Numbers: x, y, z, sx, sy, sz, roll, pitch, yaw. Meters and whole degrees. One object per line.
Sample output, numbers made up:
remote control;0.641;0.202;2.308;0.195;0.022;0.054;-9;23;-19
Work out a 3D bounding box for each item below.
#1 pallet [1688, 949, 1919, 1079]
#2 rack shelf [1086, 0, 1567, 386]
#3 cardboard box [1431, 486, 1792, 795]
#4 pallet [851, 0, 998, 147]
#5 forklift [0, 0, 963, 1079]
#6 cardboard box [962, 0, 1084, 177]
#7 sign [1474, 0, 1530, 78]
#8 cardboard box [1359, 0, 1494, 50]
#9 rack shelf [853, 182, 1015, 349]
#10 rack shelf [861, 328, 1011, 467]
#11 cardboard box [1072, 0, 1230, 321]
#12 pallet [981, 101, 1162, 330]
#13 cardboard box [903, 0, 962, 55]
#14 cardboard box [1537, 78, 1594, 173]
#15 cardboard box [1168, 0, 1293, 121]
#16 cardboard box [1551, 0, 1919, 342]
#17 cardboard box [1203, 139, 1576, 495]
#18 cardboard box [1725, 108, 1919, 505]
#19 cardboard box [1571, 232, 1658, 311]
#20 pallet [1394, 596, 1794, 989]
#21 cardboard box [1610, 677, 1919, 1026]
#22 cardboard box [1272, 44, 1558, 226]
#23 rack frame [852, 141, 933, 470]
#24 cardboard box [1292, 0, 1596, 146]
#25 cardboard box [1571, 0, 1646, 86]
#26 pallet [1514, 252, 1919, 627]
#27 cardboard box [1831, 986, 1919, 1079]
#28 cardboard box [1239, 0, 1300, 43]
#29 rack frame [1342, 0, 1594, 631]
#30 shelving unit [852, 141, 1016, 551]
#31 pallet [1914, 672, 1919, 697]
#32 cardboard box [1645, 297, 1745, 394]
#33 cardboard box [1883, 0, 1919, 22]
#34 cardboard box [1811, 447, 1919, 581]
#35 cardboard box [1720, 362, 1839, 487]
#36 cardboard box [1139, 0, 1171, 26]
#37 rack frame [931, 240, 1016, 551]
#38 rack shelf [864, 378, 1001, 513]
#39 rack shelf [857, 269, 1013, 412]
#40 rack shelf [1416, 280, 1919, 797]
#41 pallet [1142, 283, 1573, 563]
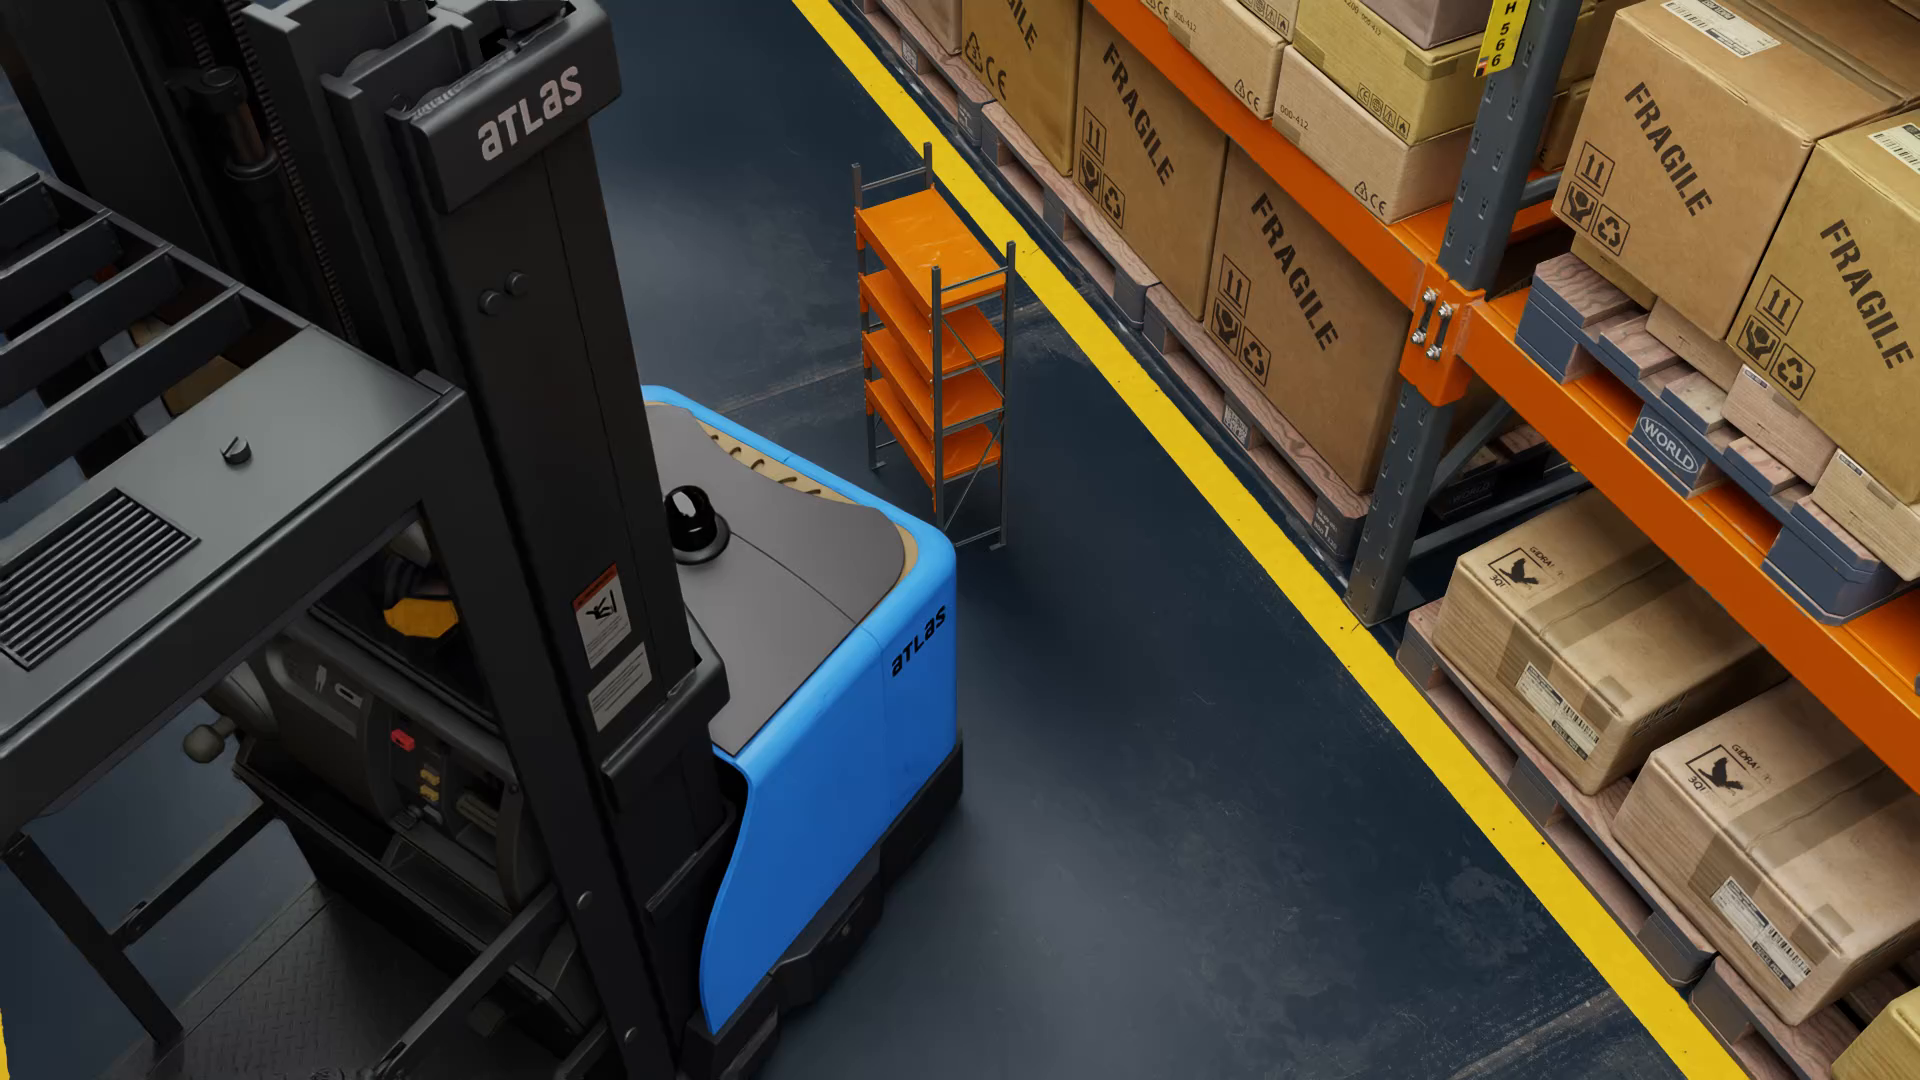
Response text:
pallet;2.551;1.328;3.948;1.003;0.211;1.213;-21;52;-18
rack shelf;0.725;-2.031;5.511;1.077;0.370;4.000;-21;52;-18
cardboard box;1.890;0.179;4.567;0.950;0.372;0.625;-24;53;-20
pallet;0.230;-2.198;7.032;1.003;0.211;1.213;-21;52;-18
forklift;-1.246;0.445;2.914;1.130;2.935;3.031;28;54;22
cardboard box;0.585;-2.056;6.188;0.875;0.875;0.875;-20;52;-16
sign;1.149;-1.117;3.465;0.100;0.325;0.005;-21;52;-18
cardboard box;1.171;-1.547;3.880;0.500;0.500;0.500;-22;53;-18
rack shelf;-0.076;-0.764;4.599;0.258;0.148;0.480;-21;52;-18
rack shelf;-0.076;-0.462;4.946;0.258;0.148;0.480;-21;52;-18
cardboard box;0.994;-1.457;5.664;0.875;0.875;0.875;-21;52;-17
pallet;0.792;-1.380;6.317;1.003;0.211;1.213;-21;52;-18
cardboard box;0.165;-2.658;6.714;0.875;0.875;0.875;-20;52;-16
cardboard box;1.640;-1.294;4.489;0.500;0.250;0.500;-22;52;-18
cardboard box;0.931;-1.465;4.638;0.500;0.250;0.500;-20;52;-17
cardboard box;1.641;-0.817;3.429;0.500;0.500;0.500;-23;53;-19
cardboard box;1.398;-0.859;5.141;0.875;0.875;0.875;-22;52;-18
cardboard box;1.885;-0.471;3.126;0.500;0.500;0.500;-19;51;-16
cardboard box;1.624;-0.703;3.760;0.380;0.149;0.250;-24;53;-20
pallet;1.997;0.512;4.662;1.003;0.211;1.213;-21;52;-18
cardboard box;2.235;0.670;4.138;0.950;0.372;0.625;-22;52;-18
cardboard box;1.178;-1.129;4.344;0.500;0.250;0.500;-23;53;-19
rack frame;-0.187;-0.669;5.038;0.240;1.200;0.015;-21;52;-18
cardboard box;1.193;-1.281;4.145;0.500;0.250;0.500;-21;52;-18
cardboard box;1.628;-1.469;4.309;0.500;0.250;0.500;-22;52;-18
pallet;2.061;-0.426;3.757;1.213;0.211;1.003;-21;52;-18
cardboard box;2.577;1.180;3.692;0.950;0.372;0.625;-20;52;-16
cardboard box;0.955;-1.623;4.444;0.500;0.250;0.500;-22;53;-18
rack frame;1.641;-0.929;4.070;1.000;3.000;0.127;-21;52;-18
shelving unit;-0.076;-0.506;4.895;0.258;1.200;0.503;-21;52;-18
pallet;2.583;0.445;2.996;1.003;0.211;1.213;-21;52;-18
cardboard box;1.723;-0.502;3.584;0.380;0.149;0.250;-24;53;-20
cardboard box;2.096;-0.990;3.580;0.500;0.500;0.500;-23;53;-19
cardboard box;1.915;-0.112;3.243;0.380;0.149;0.250;-21;52;-17
cardboard box;1.808;-0.303;3.410;0.380;0.149;0.250;-24;53;-20
cardboard box;0.714;-1.808;4.938;0.500;0.250;0.500;-22;52;-18
rack frame;0.036;-0.342;4.752;0.240;1.200;0.015;-21;52;-18
rack shelf;-0.076;-0.331;5.095;0.258;0.148;0.480;-21;52;-18
rack shelf;-0.076;-0.609;4.778;0.258;0.148;0.480;-21;52;-18
rack shelf;2.556;0.646;3.170;1.077;0.370;4.000;-21;52;-18
pallet;1.347;-0.565;5.604;1.003;0.211;1.213;-21;52;-18
